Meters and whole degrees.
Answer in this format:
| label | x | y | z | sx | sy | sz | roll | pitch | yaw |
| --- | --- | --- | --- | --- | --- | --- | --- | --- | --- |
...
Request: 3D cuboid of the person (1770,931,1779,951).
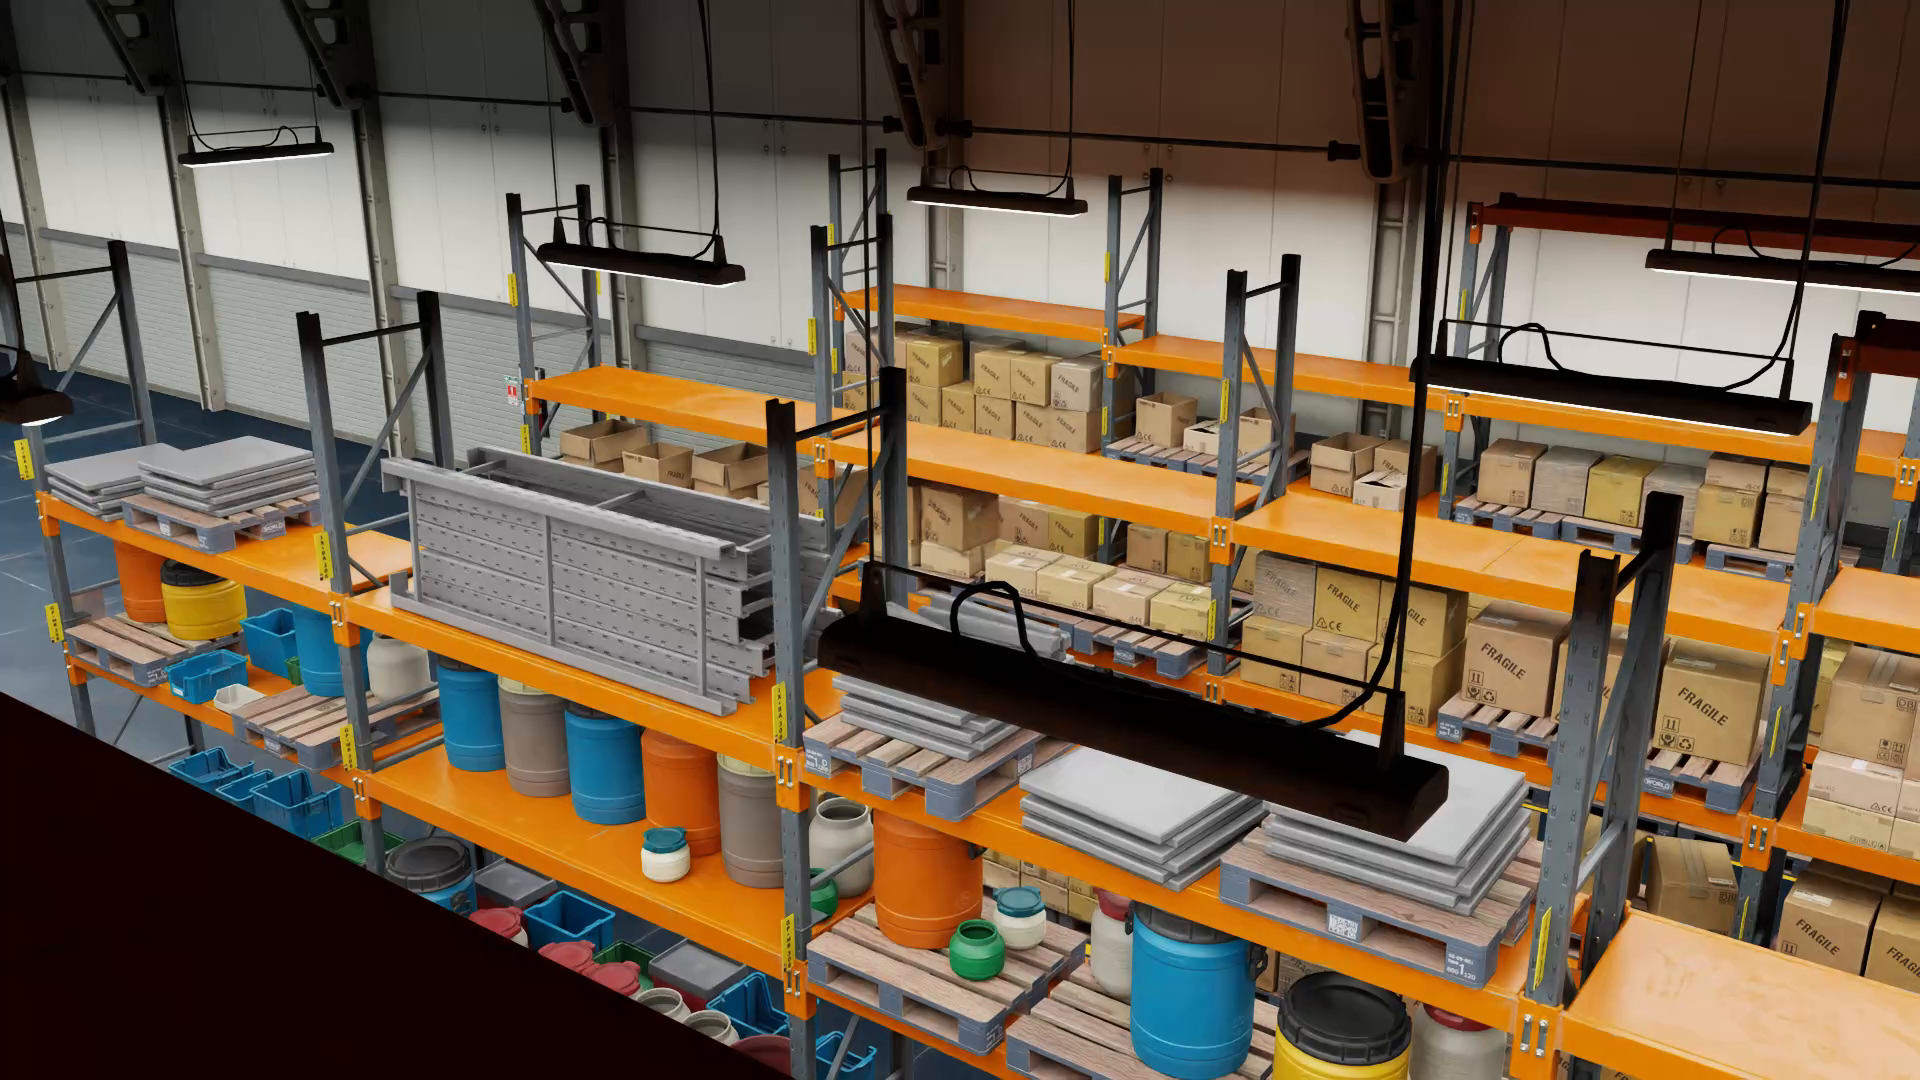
| label | x | y | z | sx | sy | sz | roll | pitch | yaw |
| --- | --- | --- | --- | --- | --- | --- | --- | --- | --- |
| person | 7.029 | 2.992 | 13.596 | 1.084 | 1.604 | 0.458 | 8 | 20 | 24 |
